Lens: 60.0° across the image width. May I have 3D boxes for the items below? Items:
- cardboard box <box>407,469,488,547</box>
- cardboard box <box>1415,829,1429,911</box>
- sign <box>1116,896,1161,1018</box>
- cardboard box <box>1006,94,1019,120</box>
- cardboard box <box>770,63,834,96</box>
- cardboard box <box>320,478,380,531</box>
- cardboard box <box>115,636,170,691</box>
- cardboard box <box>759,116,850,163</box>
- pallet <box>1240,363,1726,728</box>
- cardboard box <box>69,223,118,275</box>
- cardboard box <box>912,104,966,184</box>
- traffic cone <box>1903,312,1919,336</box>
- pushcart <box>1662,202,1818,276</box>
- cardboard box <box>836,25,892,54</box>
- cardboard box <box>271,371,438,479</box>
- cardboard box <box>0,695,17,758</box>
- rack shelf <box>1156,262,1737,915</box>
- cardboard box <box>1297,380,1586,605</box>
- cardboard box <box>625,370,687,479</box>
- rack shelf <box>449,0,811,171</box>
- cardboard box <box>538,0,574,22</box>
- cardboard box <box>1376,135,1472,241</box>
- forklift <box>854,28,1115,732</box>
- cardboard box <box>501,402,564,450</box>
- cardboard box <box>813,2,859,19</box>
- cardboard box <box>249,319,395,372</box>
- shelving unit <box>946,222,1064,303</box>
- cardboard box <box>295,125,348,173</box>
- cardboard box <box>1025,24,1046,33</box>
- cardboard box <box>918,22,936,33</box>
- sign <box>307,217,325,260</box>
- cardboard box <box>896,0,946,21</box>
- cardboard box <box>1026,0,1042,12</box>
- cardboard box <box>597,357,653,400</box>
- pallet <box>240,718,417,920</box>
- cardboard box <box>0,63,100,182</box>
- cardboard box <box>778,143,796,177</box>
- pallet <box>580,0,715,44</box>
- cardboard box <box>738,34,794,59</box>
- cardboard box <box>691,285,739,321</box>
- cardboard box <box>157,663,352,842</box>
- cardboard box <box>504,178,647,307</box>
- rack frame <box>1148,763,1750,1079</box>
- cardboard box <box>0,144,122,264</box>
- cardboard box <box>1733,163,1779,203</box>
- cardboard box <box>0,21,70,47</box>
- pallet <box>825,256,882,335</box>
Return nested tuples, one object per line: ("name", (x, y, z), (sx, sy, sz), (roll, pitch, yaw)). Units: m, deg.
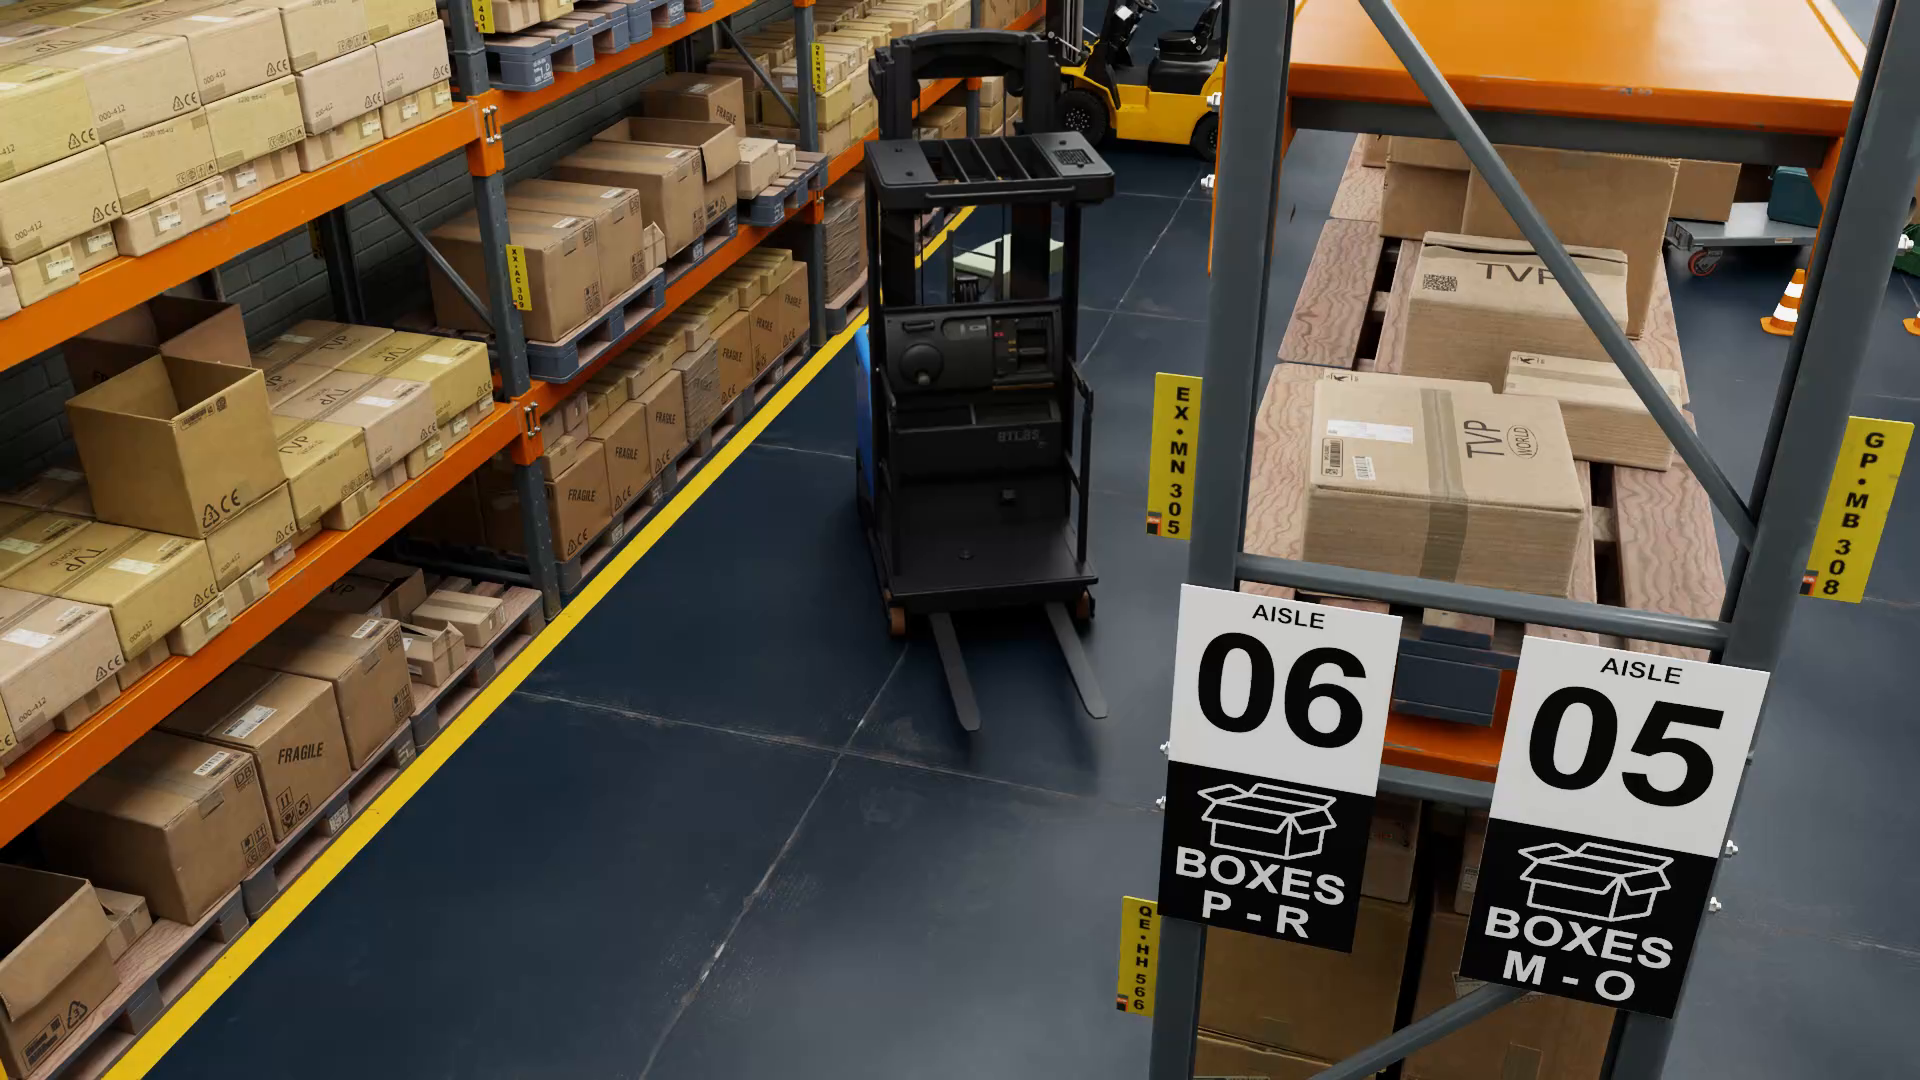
("cardboard box", (-2.801, -0.327, 9.392), (0.500, 0.500, 0.500), (8, 30, 15))
("cardboard box", (1.468, 0.696, 4.283), (0.500, 0.500, 0.500), (8, 30, 14))
("sign", (0.395, 0.906, 3.600), (0.100, 0.325, 0.005), (8, 30, 15))
("cardboard box", (0.269, -4.299, 16.274), (0.500, 0.250, 0.500), (8, 30, 15))
("cardboard box", (-1.113, -3.258, 11.751), (0.380, 0.149, 0.250), (9, 30, 16))
("cardboard box", (-2.774, -0.183, 7.251), (0.380, 0.149, 0.250), (8, 30, 14))
("cardboard box", (-3.198, 0.405, 6.196), (0.380, 0.149, 0.250), (9, 30, 16))
("cardboard box", (-1.124, -2.930, 12.086), (0.500, 0.250, 0.500), (9, 30, 15))
("pallet", (1.118, -0.019, 3.703), (1.003, 0.211, 1.213), (8, 30, 15))
("cardboard box", (-3.122, -1.013, 5.658), (0.380, 0.149, 0.250), (8, 30, 14))
("cardboard box", (-0.456, -3.585, 15.120), (0.875, 0.625, 0.625), (10, 31, 17))
("traffic cone", (7.357, -1.801, 12.512), (0.336, 0.463, 0.334), (8, 30, 15))
("pushcart", (6.627, -2.529, 13.908), (1.648, 0.377, 0.936), (-1, 29, -3))
("cardboard box", (-0.744, -3.859, 12.831), (0.380, 0.149, 0.250), (9, 30, 16))
("cardboard box", (-2.711, -0.524, 7.454), (0.500, 0.250, 0.500), (9, 30, 15))
("cardboard box", (-3.445, 0.656, 5.333), (0.500, 0.250, 0.500), (9, 30, 15))
("rack shelf", (1.497, -0.326, 4.905), (1.077, 0.370, 4.000), (8, 30, 15))
("cardboard box", (0.956, -0.095, 3.368), (0.500, 0.250, 0.500), (6, 30, 10))
("cardboard box", (-2.007, -0.730, 10.115), (0.500, 0.500, 0.500), (8, 30, 13))
("rack shelf", (-2.075, -2.892, 9.517), (1.077, 0.370, 4.000), (8, 30, 15))
("cardboard box", (-2.085, -2.591, 7.961), (0.380, 0.149, 0.250), (9, 30, 15))
("cardboard box", (1.719, -1.211, 5.115), (0.797, 0.503, 0.637), (11, 31, 19))
("forklift", (0.111, -0.954, 8.451), (1.130, 2.935, 3.031), (-5, 29, -8))
("cardboard box", (-2.360, -0.608, 8.923), (0.380, 0.149, 0.250), (8, 30, 14))
("cardboard box", (-1.047, -4.293, 13.611), (0.380, 0.149, 0.250), (8, 30, 14))
("cardboard box", (-3.065, -0.838, 8.020), (0.500, 0.250, 0.500), (8, 30, 14))
("shelving unit", (0.303, -1.308, 10.558), (0.431, 1.500, 0.755), (20, 35, 32))
("cardboard box", (-2.724, -1.607, 6.726), (0.380, 0.149, 0.250), (8, 30, 15))
("cardboard box", (0.740, -5.229, 17.431), (0.500, 0.250, 0.500), (9, 30, 16))
("cardboard box", (-0.513, -4.095, 13.665), (0.500, 0.250, 0.500), (9, 30, 16))
("sign", (-3.194, -1.549, 8.258), (0.100, 0.325, 0.005), (8, 30, 15))
("cardboard box", (-0.333, -4.450, 13.894), (0.380, 0.149, 0.250), (8, 30, 13))
("cardboard box", (0.519, -5.607, 16.640), (0.500, 0.500, 0.500), (9, 30, 15))
("cardboard box", (-2.054, -0.970, 9.880), (0.380, 0.149, 0.250), (8, 30, 15))
("pallet", (-3.221, 1.141, 7.482), (1.003, 0.211, 1.213), (8, 30, 15))
("cardboard box", (-3.164, -1.340, 5.322), (0.500, 0.250, 0.500), (8, 30, 14))
("cardboard box", (-1.314, -2.538, 11.054), (0.380, 0.149, 0.250), (9, 30, 16))
("pallet", (-2.102, -2.970, 9.111), (1.213, 0.211, 1.003), (8, 30, 15))
("cardboard box", (-1.476, -3.705, 12.554), (0.380, 0.149, 0.250), (8, 30, 14))
("cardboard box", (-1.682, -1.570, 10.959), (0.380, 0.149, 0.250), (9, 30, 16))
("cardboard box", (-3.027, 0.908, 7.171), (0.500, 0.500, 0.500), (9, 30, 16))
("cardboard box", (-2.154, -1.626, 9.053), (0.700, 0.500, 0.500), (9, 30, 15))
("rack frame", (0.910, 1.600, 3.789), (1.000, 3.000, 0.127), (8, 30, 15))
("cardboard box", (-3.153, -1.124, 5.448), (0.500, 0.250, 0.500), (8, 30, 13))
("cardboard box", (7.244, -3.191, 14.829), (0.797, 0.637, 0.503), (8, 30, 15))
("cardboard box", (-3.505, -1.658, 5.894), (0.500, 0.250, 0.500), (8, 30, 15))
("pallet", (-1.209, -1.983, 13.097), (1.003, 0.211, 1.213), (8, 30, 15))
